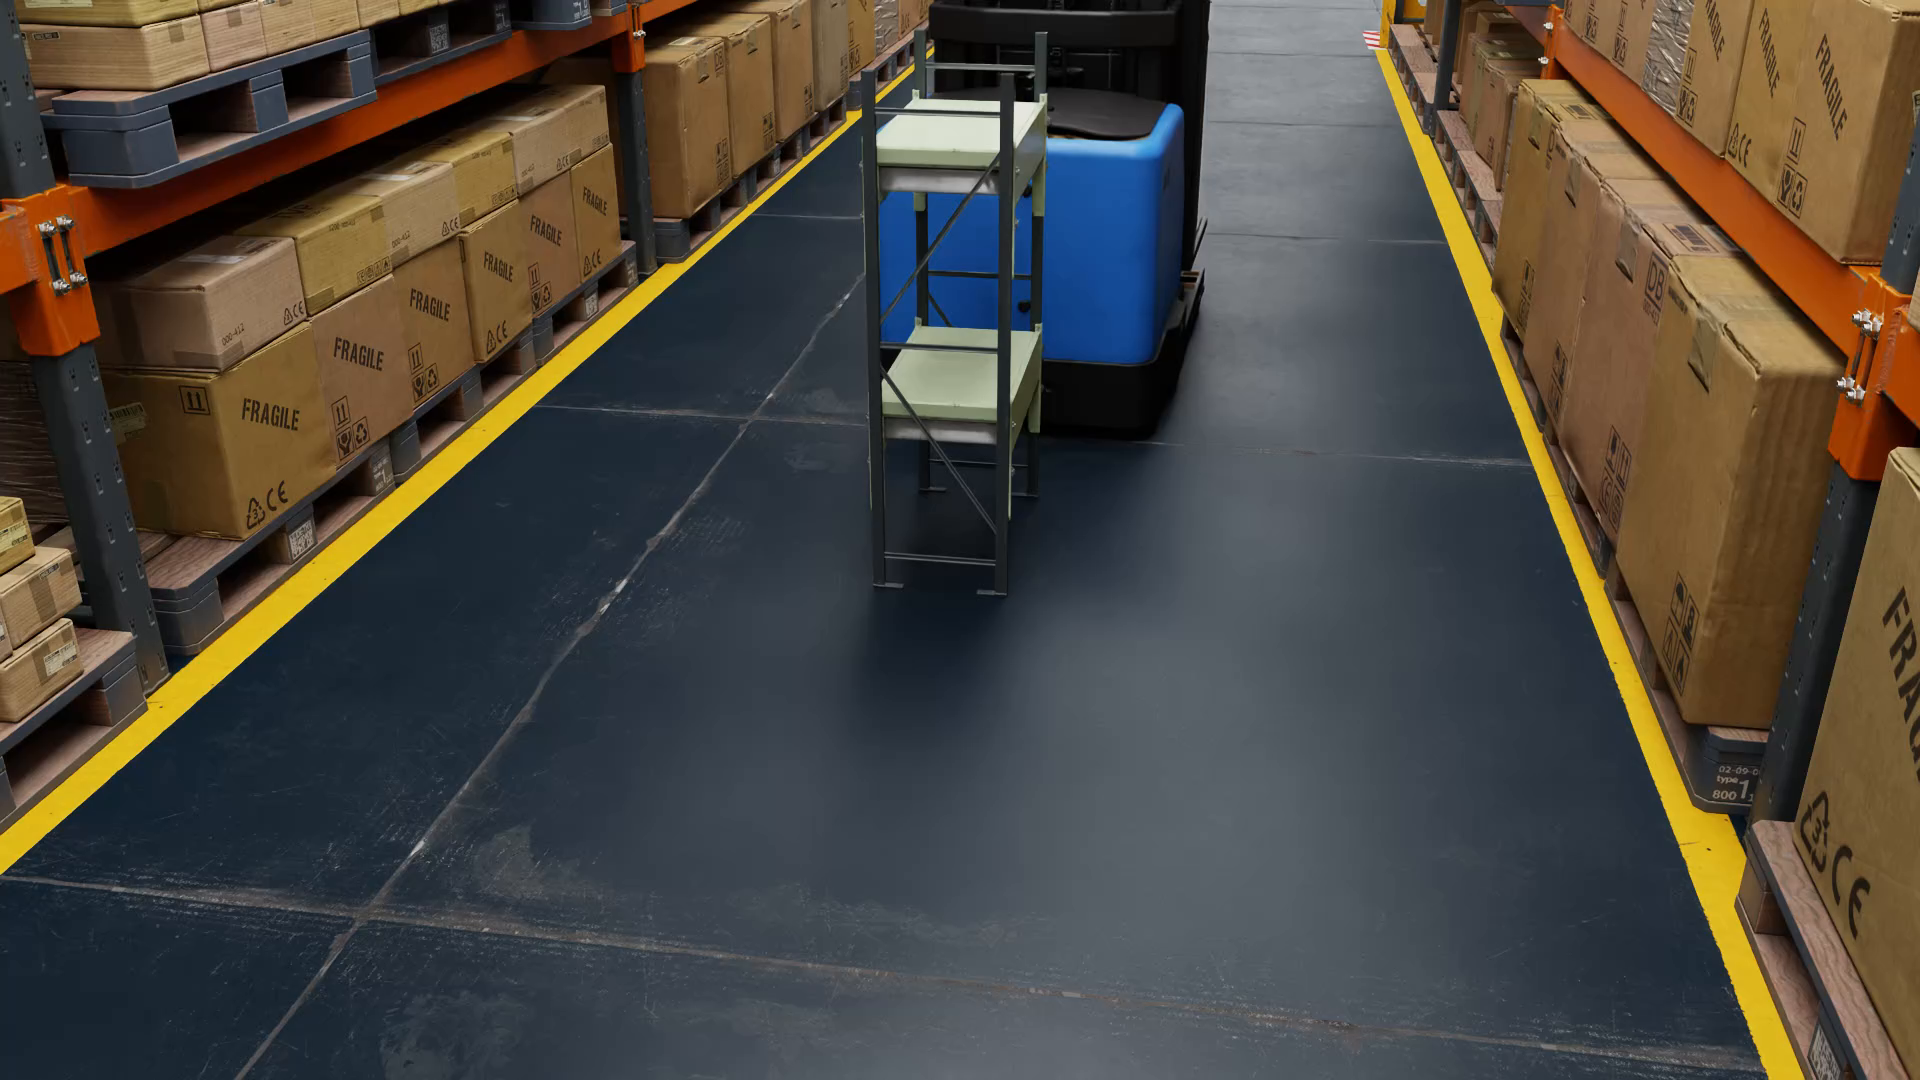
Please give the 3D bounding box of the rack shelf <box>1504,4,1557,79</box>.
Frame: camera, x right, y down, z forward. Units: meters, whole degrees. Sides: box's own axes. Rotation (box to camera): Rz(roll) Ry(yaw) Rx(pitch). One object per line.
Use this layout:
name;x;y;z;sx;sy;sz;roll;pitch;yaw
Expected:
rack shelf;3.241;-2.794;8.529;1.077;0.370;4.000;4;25;9

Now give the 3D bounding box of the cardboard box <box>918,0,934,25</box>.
cardboard box;-0.701;-4.955;14.308;0.875;0.875;0.875;4;25;9

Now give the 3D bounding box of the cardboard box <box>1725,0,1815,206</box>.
cardboard box;2.155;-1.077;3.894;0.500;0.500;0.500;5;26;10

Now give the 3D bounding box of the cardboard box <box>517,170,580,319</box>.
cardboard box;-1.901;-1.217;6.765;0.500;0.500;0.500;5;26;11

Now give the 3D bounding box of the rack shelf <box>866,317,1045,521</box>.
rack shelf;0.001;-0.387;5.076;0.431;0.370;0.720;4;25;9

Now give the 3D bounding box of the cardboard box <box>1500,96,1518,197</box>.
cardboard box;3.082;-1.865;8.125;0.700;0.500;0.500;2;25;4

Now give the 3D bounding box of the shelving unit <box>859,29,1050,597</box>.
shelving unit;0.001;-0.682;4.938;0.431;1.500;0.755;4;25;9

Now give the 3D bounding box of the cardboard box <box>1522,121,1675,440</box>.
cardboard box;2.628;-0.852;5.542;1.225;0.875;0.875;4;25;9

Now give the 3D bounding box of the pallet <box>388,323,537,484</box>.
pallet;-2.293;-0.571;6.220;1.003;0.211;1.213;4;25;9

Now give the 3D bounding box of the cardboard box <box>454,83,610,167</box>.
cardboard box;-1.816;-1.763;7.046;0.500;0.250;0.500;3;25;7

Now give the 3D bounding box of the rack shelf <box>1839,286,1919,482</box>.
rack shelf;1.934;0.552;1.381;1.077;0.370;4.000;4;25;9

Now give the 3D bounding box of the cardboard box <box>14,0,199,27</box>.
cardboard box;-2.098;-1.340;4.025;0.380;0.149;0.250;4;25;9

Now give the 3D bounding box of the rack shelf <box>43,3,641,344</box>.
rack shelf;-2.289;-1.507;5.779;1.077;0.370;4.000;4;25;9

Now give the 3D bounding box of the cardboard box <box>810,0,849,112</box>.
cardboard box;-1.321;-3.247;10.808;1.050;0.750;0.750;4;25;8

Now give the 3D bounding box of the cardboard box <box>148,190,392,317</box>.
cardboard box;-2.150;-0.907;5.219;0.500;0.250;0.500;5;25;10

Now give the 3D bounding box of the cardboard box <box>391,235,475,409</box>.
cardboard box;-2.077;-0.786;5.845;0.500;0.500;0.500;4;25;9

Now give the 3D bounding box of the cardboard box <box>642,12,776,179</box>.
cardboard box;-1.635;-2.455;9.114;1.050;0.750;0.750;4;25;9

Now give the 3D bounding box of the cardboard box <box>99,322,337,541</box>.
cardboard box;-2.234;-0.345;4.902;0.500;0.500;0.500;5;26;11

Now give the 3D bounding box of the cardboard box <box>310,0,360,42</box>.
cardboard box;-1.972;-1.531;4.784;0.380;0.149;0.250;4;25;9

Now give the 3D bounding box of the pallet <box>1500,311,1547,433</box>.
pallet;2.711;-0.696;6.487;1.003;0.211;1.213;4;25;9

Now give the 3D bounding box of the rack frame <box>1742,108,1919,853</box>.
rack frame;2.261;-0.610;3.015;1.000;3.000;0.127;4;25;9

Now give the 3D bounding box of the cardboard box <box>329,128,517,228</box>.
cardboard box;-1.986;-1.339;6.141;0.500;0.250;0.500;5;25;10

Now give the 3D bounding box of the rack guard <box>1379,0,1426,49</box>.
rack guard;4.209;-4.465;14.200;1.175;0.500;0.348;4;25;9

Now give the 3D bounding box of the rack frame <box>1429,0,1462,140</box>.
rack frame;3.568;-3.956;10.164;1.000;3.000;0.127;4;25;9

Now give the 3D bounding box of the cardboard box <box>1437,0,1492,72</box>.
cardboard box;3.783;-3.684;12.035;0.500;0.500;0.500;2;25;4

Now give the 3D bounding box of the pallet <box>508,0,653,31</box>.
pallet;-1.974;-2.277;6.802;1.213;0.211;1.003;4;25;9

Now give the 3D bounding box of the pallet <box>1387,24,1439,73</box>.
pallet;4.042;-3.997;13.540;1.003;0.211;1.213;4;25;9

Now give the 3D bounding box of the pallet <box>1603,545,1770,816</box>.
pallet;2.312;0.325;4.307;1.003;0.211;1.213;4;25;9

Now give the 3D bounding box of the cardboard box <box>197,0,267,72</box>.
cardboard box;-2.058;-1.322;4.337;0.380;0.149;0.250;4;25;9

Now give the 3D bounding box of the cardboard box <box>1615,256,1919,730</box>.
cardboard box;2.345;-0.107;3.952;1.225;0.875;0.875;4;25;9

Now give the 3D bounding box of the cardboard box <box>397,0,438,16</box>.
cardboard box;-1.890;-1.752;5.256;0.380;0.149;0.250;4;25;8

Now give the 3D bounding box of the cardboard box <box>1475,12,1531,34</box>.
cardboard box;3.673;-3.179;10.956;0.500;0.500;0.500;3;25;7

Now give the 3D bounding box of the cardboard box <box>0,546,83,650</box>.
cardboard box;-2.354;0.124;3.964;0.380;0.149;0.250;5;25;10

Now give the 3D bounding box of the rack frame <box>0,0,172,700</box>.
rack frame;-2.616;-0.996;3.840;1.000;3.000;0.127;4;25;9

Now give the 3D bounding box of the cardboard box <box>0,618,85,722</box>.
cardboard box;-2.344;0.292;3.954;0.380;0.149;0.250;4;25;9

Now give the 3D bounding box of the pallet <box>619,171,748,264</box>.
pallet;-1.759;-1.731;8.698;1.003;0.211;1.213;4;25;9

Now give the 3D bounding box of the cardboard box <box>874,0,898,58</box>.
cardboard box;-0.993;-4.205;12.707;0.875;0.875;0.875;4;25;9

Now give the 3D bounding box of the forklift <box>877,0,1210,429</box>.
forklift;0.490;-2.322;6.754;1.130;2.935;3.031;5;26;11

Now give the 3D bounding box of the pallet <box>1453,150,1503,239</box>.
pallet;3.245;-1.856;8.966;1.003;0.211;1.213;4;25;9

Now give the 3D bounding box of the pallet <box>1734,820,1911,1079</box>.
pallet;2.059;0.965;2.939;1.003;0.211;1.213;4;25;9

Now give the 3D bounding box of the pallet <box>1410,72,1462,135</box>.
pallet;3.643;-2.977;11.360;1.003;0.211;1.213;4;25;9

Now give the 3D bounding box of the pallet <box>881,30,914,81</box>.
pallet;-0.910;-3.903;13.340;1.003;0.211;1.213;4;25;9

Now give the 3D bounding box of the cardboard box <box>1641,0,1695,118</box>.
cardboard box;2.321;-1.505;4.808;0.500;0.500;0.500;4;25;9

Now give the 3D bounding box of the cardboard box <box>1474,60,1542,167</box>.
cardboard box;3.259;-2.336;9.131;0.700;0.500;0.500;2;25;4

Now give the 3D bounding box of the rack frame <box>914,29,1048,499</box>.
rack frame;0.061;-0.835;5.265;0.400;1.500;0.023;4;25;9

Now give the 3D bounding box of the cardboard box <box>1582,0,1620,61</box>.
cardboard box;2.484;-1.928;5.713;0.500;0.500;0.500;3;25;7

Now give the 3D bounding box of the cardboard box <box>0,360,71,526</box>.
cardboard box;-2.744;-0.381;4.979;0.500;0.500;0.500;4;25;8

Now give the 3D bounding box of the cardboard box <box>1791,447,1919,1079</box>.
cardboard box;2.074;0.432;2.799;0.875;0.875;0.875;4;25;9

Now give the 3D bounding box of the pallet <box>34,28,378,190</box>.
pallet;-2.348;-1.219;4.542;1.003;0.211;1.213;4;25;9

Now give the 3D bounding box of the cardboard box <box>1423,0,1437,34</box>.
cardboard box;4.103;-4.427;13.623;0.500;0.500;0.500;9;27;18

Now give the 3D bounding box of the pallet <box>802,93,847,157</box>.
pallet;-1.360;-2.751;10.879;1.003;0.211;1.213;4;25;9

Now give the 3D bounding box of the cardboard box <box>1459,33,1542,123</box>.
cardboard box;3.447;-2.768;10.055;0.700;0.500;0.500;2;25;4
